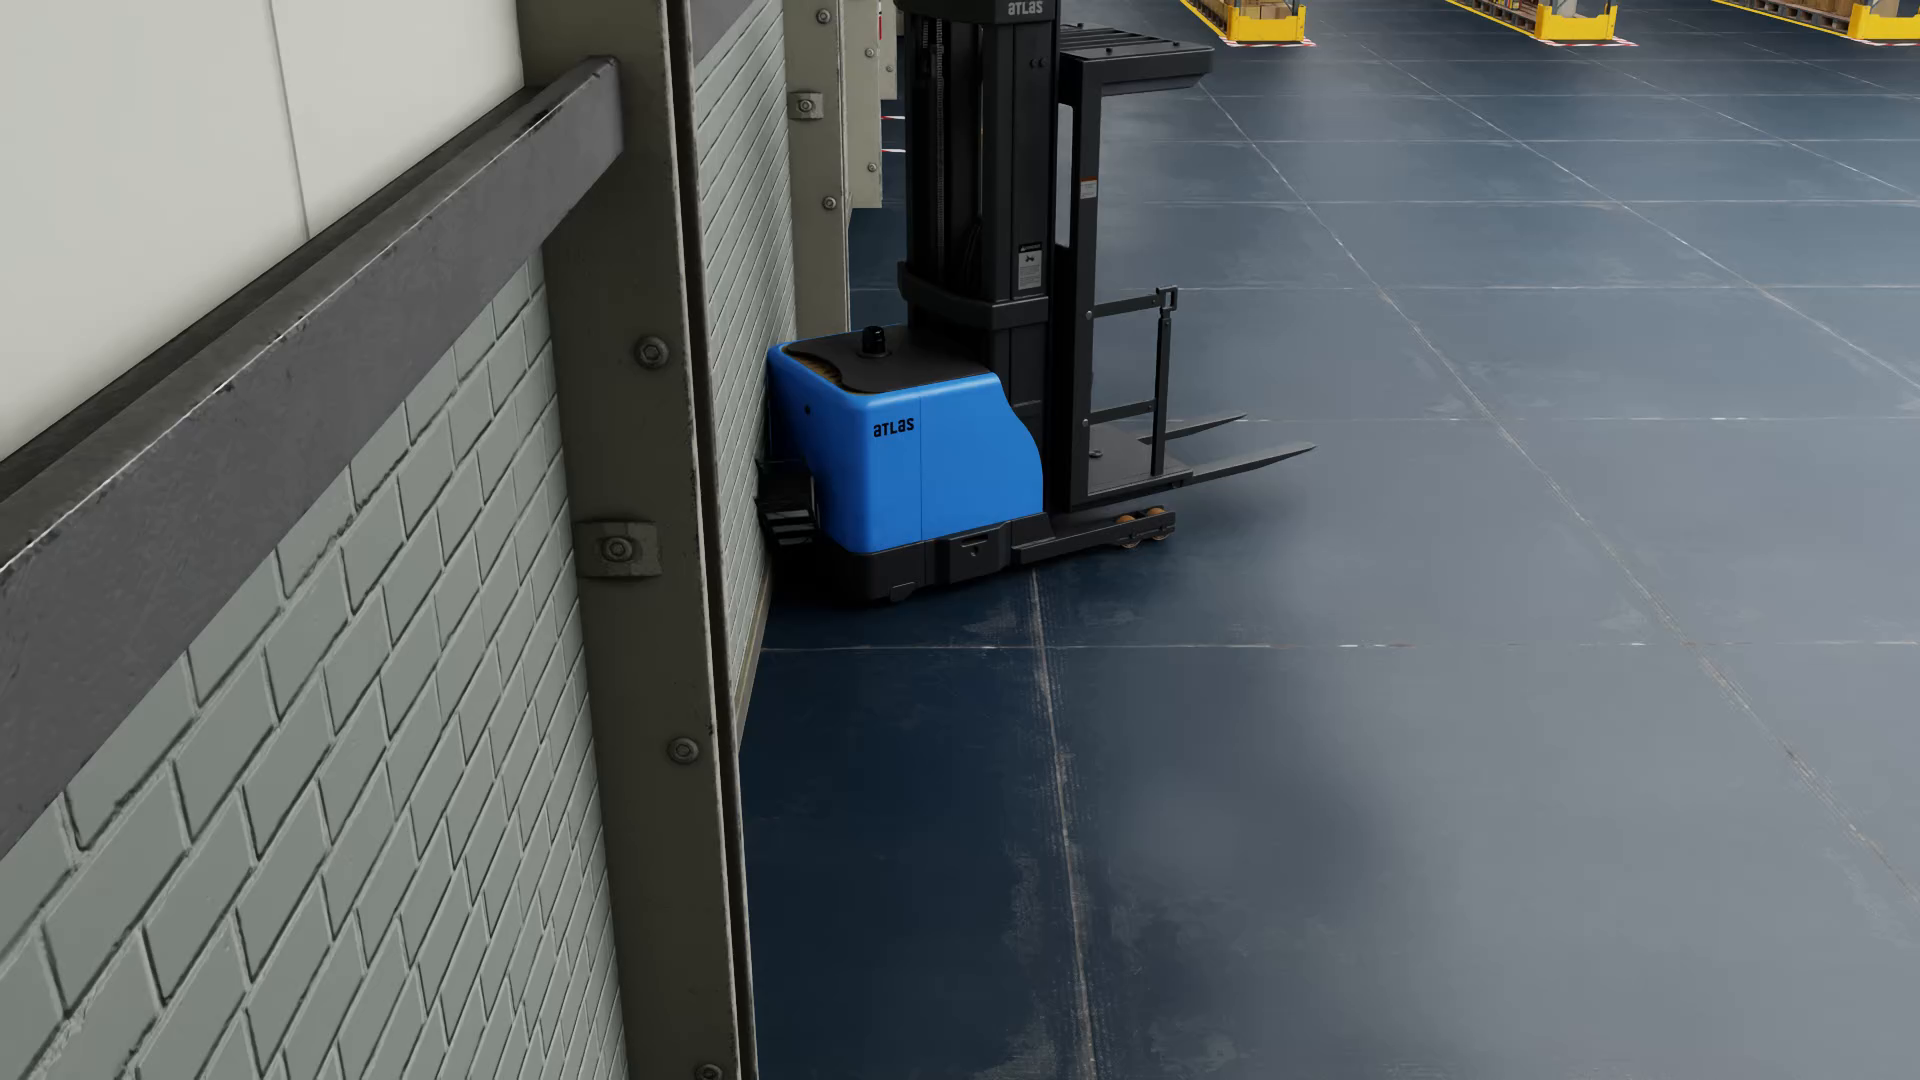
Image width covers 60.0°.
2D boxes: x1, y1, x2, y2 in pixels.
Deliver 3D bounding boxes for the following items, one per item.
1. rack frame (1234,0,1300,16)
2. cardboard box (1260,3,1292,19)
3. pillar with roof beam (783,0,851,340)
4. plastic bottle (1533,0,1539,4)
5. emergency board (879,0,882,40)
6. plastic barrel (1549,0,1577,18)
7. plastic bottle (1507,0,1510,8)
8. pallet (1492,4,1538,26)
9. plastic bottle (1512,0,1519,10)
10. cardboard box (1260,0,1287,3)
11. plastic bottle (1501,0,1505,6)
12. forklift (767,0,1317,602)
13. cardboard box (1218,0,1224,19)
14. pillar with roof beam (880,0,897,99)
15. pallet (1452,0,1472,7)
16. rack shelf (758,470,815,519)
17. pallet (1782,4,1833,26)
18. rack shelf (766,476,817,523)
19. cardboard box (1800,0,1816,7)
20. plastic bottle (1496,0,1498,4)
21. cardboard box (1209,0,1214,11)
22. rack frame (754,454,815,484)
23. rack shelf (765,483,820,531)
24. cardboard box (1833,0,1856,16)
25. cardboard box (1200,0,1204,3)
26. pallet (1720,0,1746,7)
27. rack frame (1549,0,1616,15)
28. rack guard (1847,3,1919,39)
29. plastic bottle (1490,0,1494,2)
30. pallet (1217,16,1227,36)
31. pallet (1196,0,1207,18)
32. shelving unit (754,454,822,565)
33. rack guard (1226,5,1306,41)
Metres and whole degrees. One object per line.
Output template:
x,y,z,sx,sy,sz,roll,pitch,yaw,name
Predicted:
4.796,-9.260,25.585,1.000,3.000,0.127,0,24,-1,rack frame
5.013,-8.421,26.556,0.500,0.250,0.500,0,24,-1,cardboard box
3.471,-4.857,8.568,9.100,9.000,0.400,0,24,-1,pillar with roof beam
9.898,-9.348,28.542,0.061,0.283,0.133,0,24,-1,plastic bottle
-0.976,-6.030,18.443,0.194,1.169,0.643,0,24,-1,emergency board
9.666,-8.610,26.656,0.421,0.512,0.421,0,24,0,plastic barrel
9.315,-9.099,28.000,0.152,0.276,0.135,0,24,0,plastic bottle
9.687,-8.878,28.123,1.003,0.211,1.213,0,24,-1,pallet
9.291,-8.961,27.786,0.097,0.201,0.097,0,24,0,plastic bottle
5.005,-8.968,26.857,0.500,0.500,0.500,0,24,-1,cardboard box
9.308,-9.259,28.262,0.144,0.351,0.185,1,24,2,plastic bottle
0.543,-1.467,8.437,3.031,2.935,1.130,-14,28,-28,forklift
4.477,-8.624,27.006,0.500,0.250,0.500,0,24,-1,cardboard box
3.340,-9.801,19.501,9.100,9.000,0.400,0,24,-1,pillar with roof beam
9.658,-9.982,30.565,1.003,0.211,1.213,0,24,-1,pallet
-0.818,-0.217,7.831,0.258,0.200,0.077,-5,-20,2,rack shelf
14.717,-8.900,28.173,1.003,0.211,1.213,0,24,-1,pallet
-0.813,-0.186,7.916,0.258,0.200,0.077,-5,-20,2,rack shelf
14.722,-9.347,28.301,0.500,0.500,0.500,-2,24,-5,cardboard box
9.281,-9.326,28.591,0.097,0.201,0.097,0,24,0,plastic bottle
4.466,-9.037,27.917,0.500,0.250,0.500,0,24,-1,cardboard box
-0.811,-0.232,8.089,0.240,0.006,0.900,-5,-20,2,rack frame
-0.807,-0.156,8.000,0.258,0.200,0.077,-5,-20,2,rack shelf
14.671,-8.859,27.222,0.500,0.500,0.500,6,25,13,cardboard box
4.455,-9.449,28.828,0.500,0.250,0.500,0,24,-1,cardboard box
14.648,-10.002,30.608,1.003,0.211,1.213,0,24,-1,pallet
9.749,-9.281,25.631,1.000,3.000,0.127,0,24,-1,rack frame
14.701,-8.196,26.264,1.175,0.500,0.348,0,24,-1,rack guard
9.301,-9.511,28.819,0.144,0.351,0.185,-1,24,-3,plastic bottle
4.746,-8.305,26.856,1.003,0.211,1.213,0,24,-1,pallet
4.719,-9.310,29.079,1.003,0.211,1.213,0,24,-1,pallet
-0.803,-0.136,8.053,0.258,0.210,0.900,-5,-20,2,shelving unit
4.796,-8.111,26.078,1.175,0.500,0.348,0,24,-1,rack guard
